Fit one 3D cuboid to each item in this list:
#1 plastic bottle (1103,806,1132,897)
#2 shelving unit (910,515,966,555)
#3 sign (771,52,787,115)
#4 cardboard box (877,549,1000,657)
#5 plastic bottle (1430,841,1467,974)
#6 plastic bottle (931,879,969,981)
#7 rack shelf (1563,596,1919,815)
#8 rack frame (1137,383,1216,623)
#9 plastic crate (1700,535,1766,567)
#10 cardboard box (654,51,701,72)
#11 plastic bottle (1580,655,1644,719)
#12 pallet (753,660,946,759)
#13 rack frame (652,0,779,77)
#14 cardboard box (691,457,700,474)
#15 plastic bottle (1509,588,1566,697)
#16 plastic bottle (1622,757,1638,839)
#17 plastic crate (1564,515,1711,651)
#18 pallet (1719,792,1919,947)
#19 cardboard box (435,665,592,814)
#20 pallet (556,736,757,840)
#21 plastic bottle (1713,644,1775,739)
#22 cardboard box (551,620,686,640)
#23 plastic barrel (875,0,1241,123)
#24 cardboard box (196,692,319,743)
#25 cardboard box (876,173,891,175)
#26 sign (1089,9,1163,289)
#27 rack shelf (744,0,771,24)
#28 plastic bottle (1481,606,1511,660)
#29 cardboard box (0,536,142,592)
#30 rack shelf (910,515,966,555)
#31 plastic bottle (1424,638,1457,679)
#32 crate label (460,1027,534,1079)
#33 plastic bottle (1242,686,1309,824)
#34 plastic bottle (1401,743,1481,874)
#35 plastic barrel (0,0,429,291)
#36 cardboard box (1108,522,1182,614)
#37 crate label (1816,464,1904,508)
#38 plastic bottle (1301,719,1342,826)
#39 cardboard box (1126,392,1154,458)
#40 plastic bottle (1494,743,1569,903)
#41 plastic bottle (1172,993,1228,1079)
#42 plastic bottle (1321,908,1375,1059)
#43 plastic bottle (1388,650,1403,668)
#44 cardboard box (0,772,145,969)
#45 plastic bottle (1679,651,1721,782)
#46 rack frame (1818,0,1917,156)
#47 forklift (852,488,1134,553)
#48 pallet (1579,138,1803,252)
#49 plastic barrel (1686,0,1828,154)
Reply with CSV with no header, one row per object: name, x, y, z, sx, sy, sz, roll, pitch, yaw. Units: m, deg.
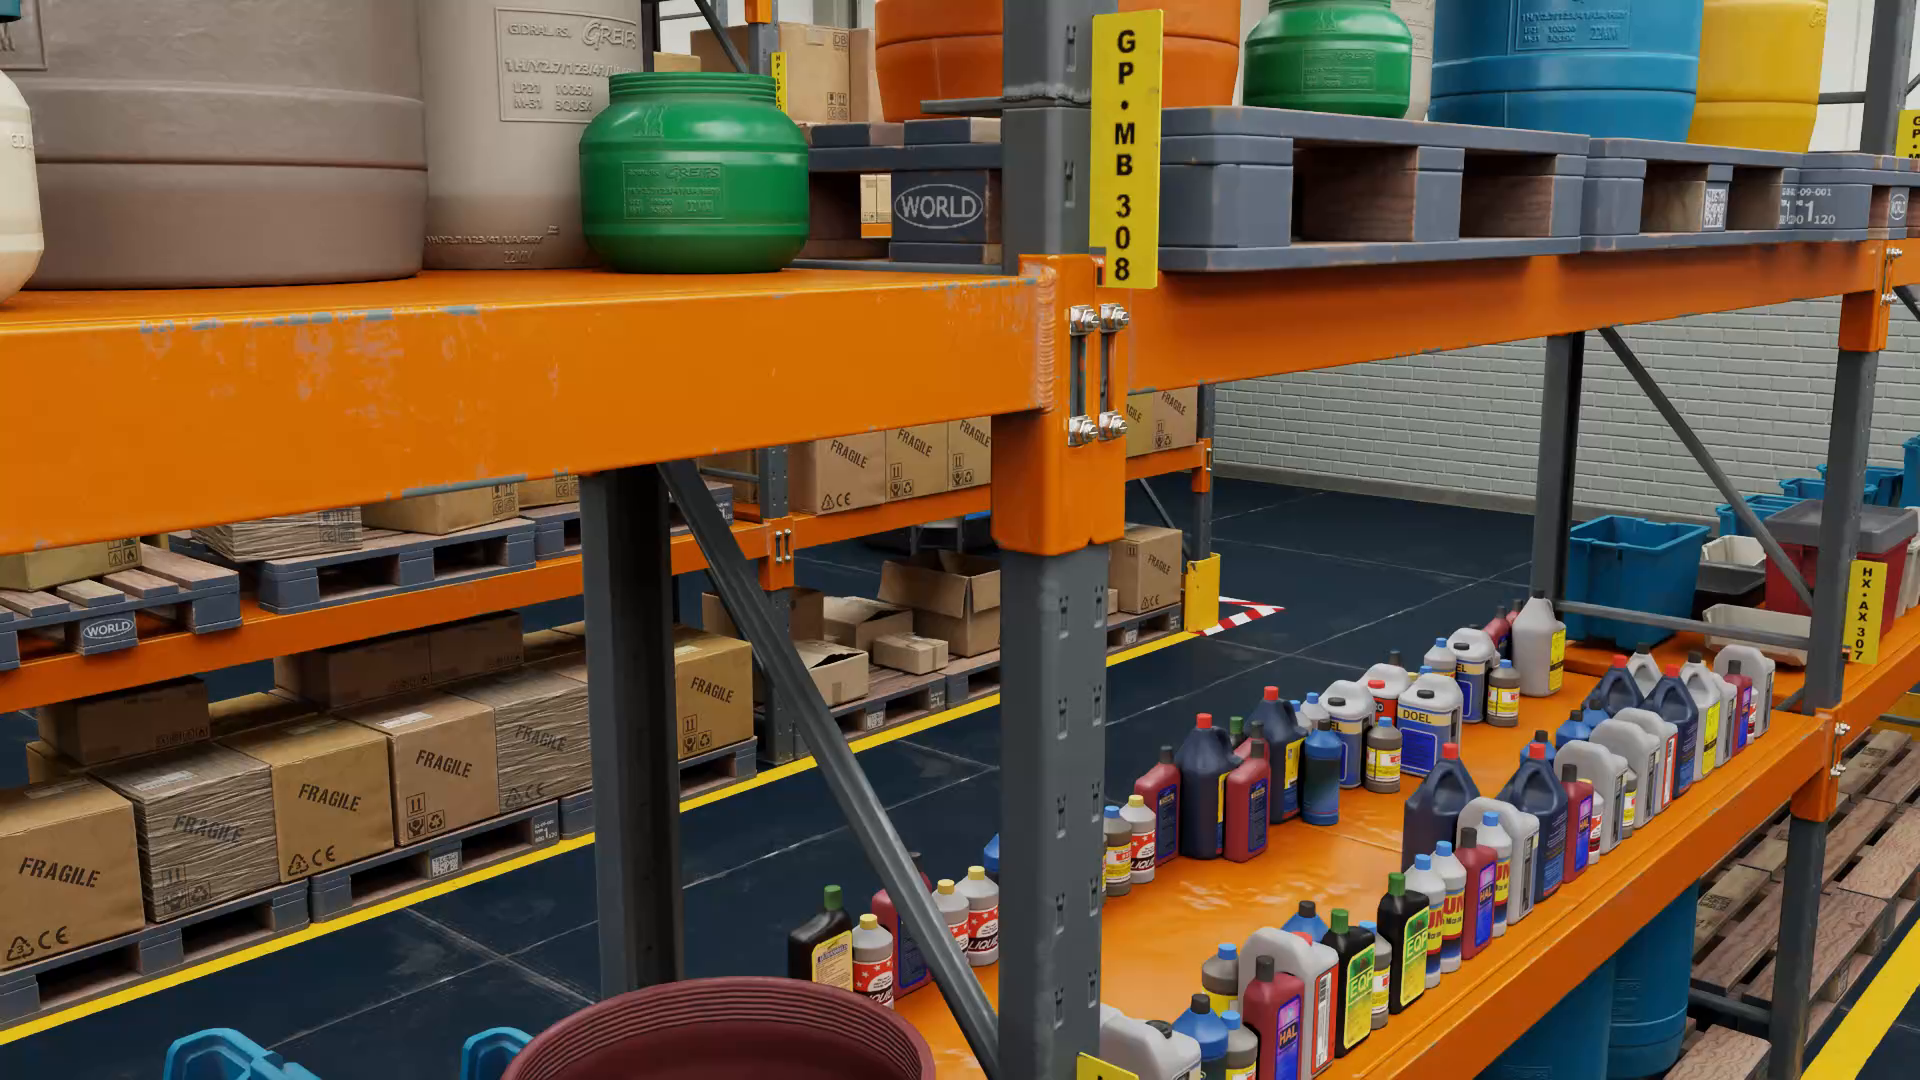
plastic bottle,0.356,0.727,3.918,0.097,0.201,0.097,0,11,0
shelving unit,-0.174,-0.788,13.293,0.431,2.100,0.503,0,11,2
sign,-0.877,-2.197,8.067,0.100,0.325,0.005,10,15,40
cardboard box,-0.060,0.381,10.395,0.797,0.503,0.637,10,15,40
plastic bottle,1.018,0.771,3.521,0.097,0.271,0.097,0,11,0
plastic bottle,-0.029,0.813,3.488,0.097,0.201,0.097,0,11,0
rack shelf,3.743,0.349,7.141,1.077,0.370,4.000,10,15,40
rack frame,1.345,-0.939,11.753,1.000,3.000,0.127,10,15,40
plastic crate,3.346,0.096,7.095,0.293,0.136,0.466,10,15,40
cardboard box,-1.684,-2.061,8.129,0.600,0.600,0.600,8,14,35
plastic bottle,1.831,0.501,4.670,0.144,0.351,0.185,10,15,40
pallet,-0.842,0.916,9.585,1.003,0.211,1.213,10,15,40
rack frame,-1.296,-3.292,8.219,1.000,3.000,0.127,10,15,40
cardboard box,-1.777,-0.564,8.551,0.700,0.500,0.500,4,12,21
plastic bottle,1.920,0.331,5.523,0.144,0.351,0.185,10,15,40
plastic bottle,1.686,0.656,4.274,0.097,0.201,0.097,0,11,0
plastic crate,2.474,0.156,6.158,0.392,0.384,0.575,10,15,40
pallet,3.684,1.365,7.340,1.003,0.211,1.213,10,15,40
cardboard box,-2.070,0.915,7.731,0.500,0.500,0.500,10,15,41
pallet,-1.804,1.142,8.456,1.003,0.211,1.213,10,15,40
plastic bottle,2.405,0.451,5.110,0.152,0.276,0.135,10,15,40
cardboard box,-1.798,0.699,8.810,0.500,0.500,0.500,9,14,38
plastic barrel,0.159,-1.091,2.690,0.600,0.830,0.708,10,15,40
cardboard box,-3.153,1.004,7.284,0.500,0.500,0.500,9,14,38
cardboard box,-0.460,-2.106,9.045,0.500,0.250,0.500,10,15,40
sign,0.200,-0.470,2.016,0.100,0.325,0.005,10,15,40
rack shelf,-2.616,-2.449,6.855,1.077,0.370,4.000,10,15,40
plastic bottle,1.772,0.366,5.517,0.061,0.283,0.133,10,15,40
cardboard box,-3.605,-0.124,6.346,0.700,0.500,0.500,4,12,21
rack shelf,-0.174,-0.088,13.431,0.431,0.518,0.480,0,11,2
plastic bottle,1.492,0.440,5.178,0.097,0.271,0.097,0,11,0
crate label,-0.778,0.975,2.600,0.303,0.233,0.416,10,15,40
plastic bottle,0.830,0.556,4.396,0.144,0.351,0.185,10,15,40
plastic bottle,1.131,0.655,3.901,0.144,0.351,0.185,10,15,40
plastic barrel,-0.923,-0.745,1.844,0.600,0.901,0.600,0,11,0
cardboard box,1.171,0.183,11.395,0.500,0.500,0.500,10,15,40
crate label,4.653,-0.251,8.586,0.416,0.233,0.303,10,15,40
plastic bottle,0.949,0.604,4.358,0.097,0.271,0.097,0,11,0
cardboard box,0.914,-0.810,10.853,0.500,0.500,0.500,10,15,41
plastic bottle,1.334,0.654,3.902,0.144,0.351,0.185,10,15,40
plastic bottle,0.408,0.907,2.841,0.097,0.271,0.097,0,11,0
plastic bottle,0.739,0.833,3.182,0.061,0.283,0.133,10,15,40
plastic bottle,1.274,0.477,4.961,0.061,0.283,0.133,10,15,40
cardboard box,-3.421,1.218,6.212,0.500,0.500,0.500,11,15,43
plastic bottle,2.062,0.492,4.713,0.144,0.351,0.185,10,15,40
rack frame,2.422,-2.651,5.010,1.000,3.000,0.127,10,15,40
forklift,0.420,-1.529,14.885,1.130,2.935,3.031,10,15,41
pallet,1.232,-0.792,3.844,1.003,0.211,1.213,10,15,40
plastic barrel,1.972,-1.318,4.440,0.600,0.588,0.600,0,11,0
